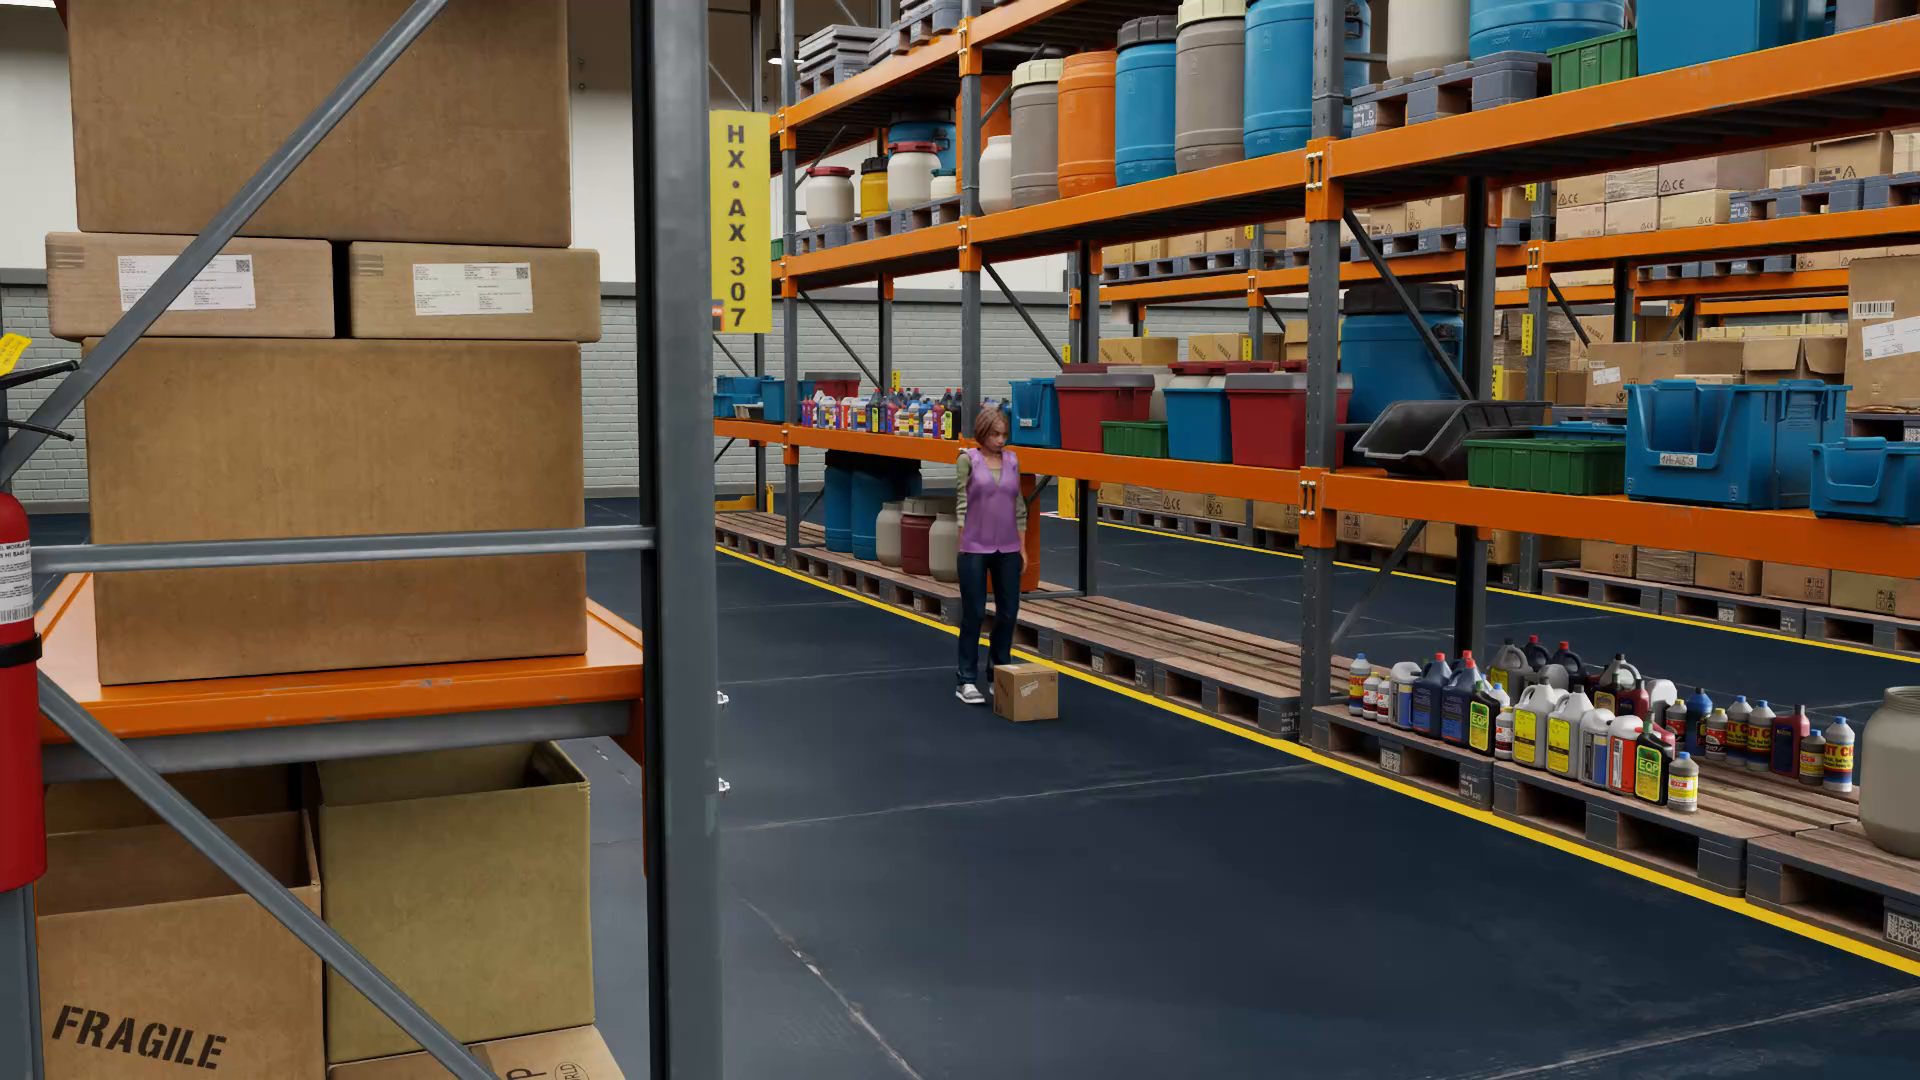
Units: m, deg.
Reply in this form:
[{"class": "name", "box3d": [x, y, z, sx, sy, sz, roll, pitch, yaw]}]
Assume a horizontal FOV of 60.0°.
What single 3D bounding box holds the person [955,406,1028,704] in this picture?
[{"class": "person", "box3d": [0.172, 0.083, 8.972, 0.408, 1.584, 0.299, -2, 6, -23]}]
